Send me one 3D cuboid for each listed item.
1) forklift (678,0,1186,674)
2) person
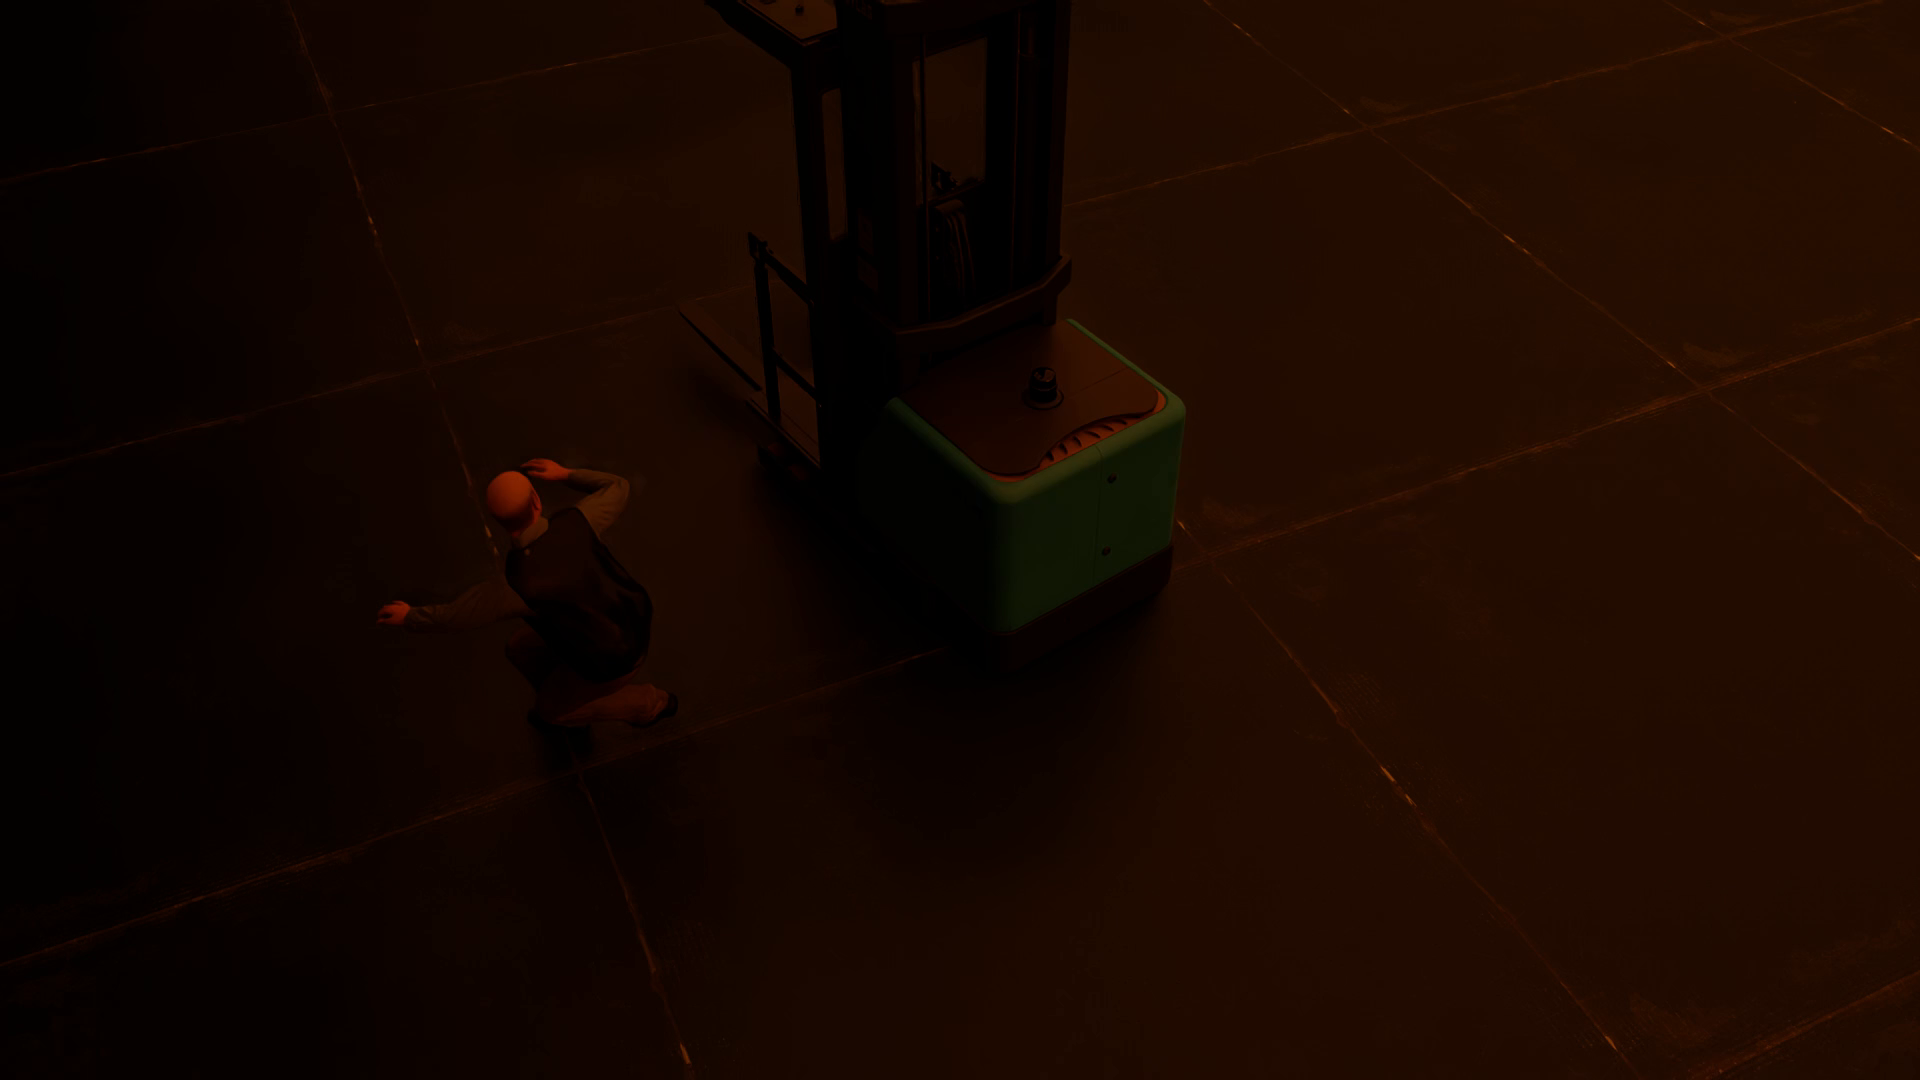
[{"bbox_3d":[-0.329,-1.460,7.244,1.130,2.935,3.031,-27,49,-26],"label":"forklift"},{"bbox_3d":[-1.676,0.259,6.498,1.048,1.450,0.771,4,43,4],"label":"person"}]
